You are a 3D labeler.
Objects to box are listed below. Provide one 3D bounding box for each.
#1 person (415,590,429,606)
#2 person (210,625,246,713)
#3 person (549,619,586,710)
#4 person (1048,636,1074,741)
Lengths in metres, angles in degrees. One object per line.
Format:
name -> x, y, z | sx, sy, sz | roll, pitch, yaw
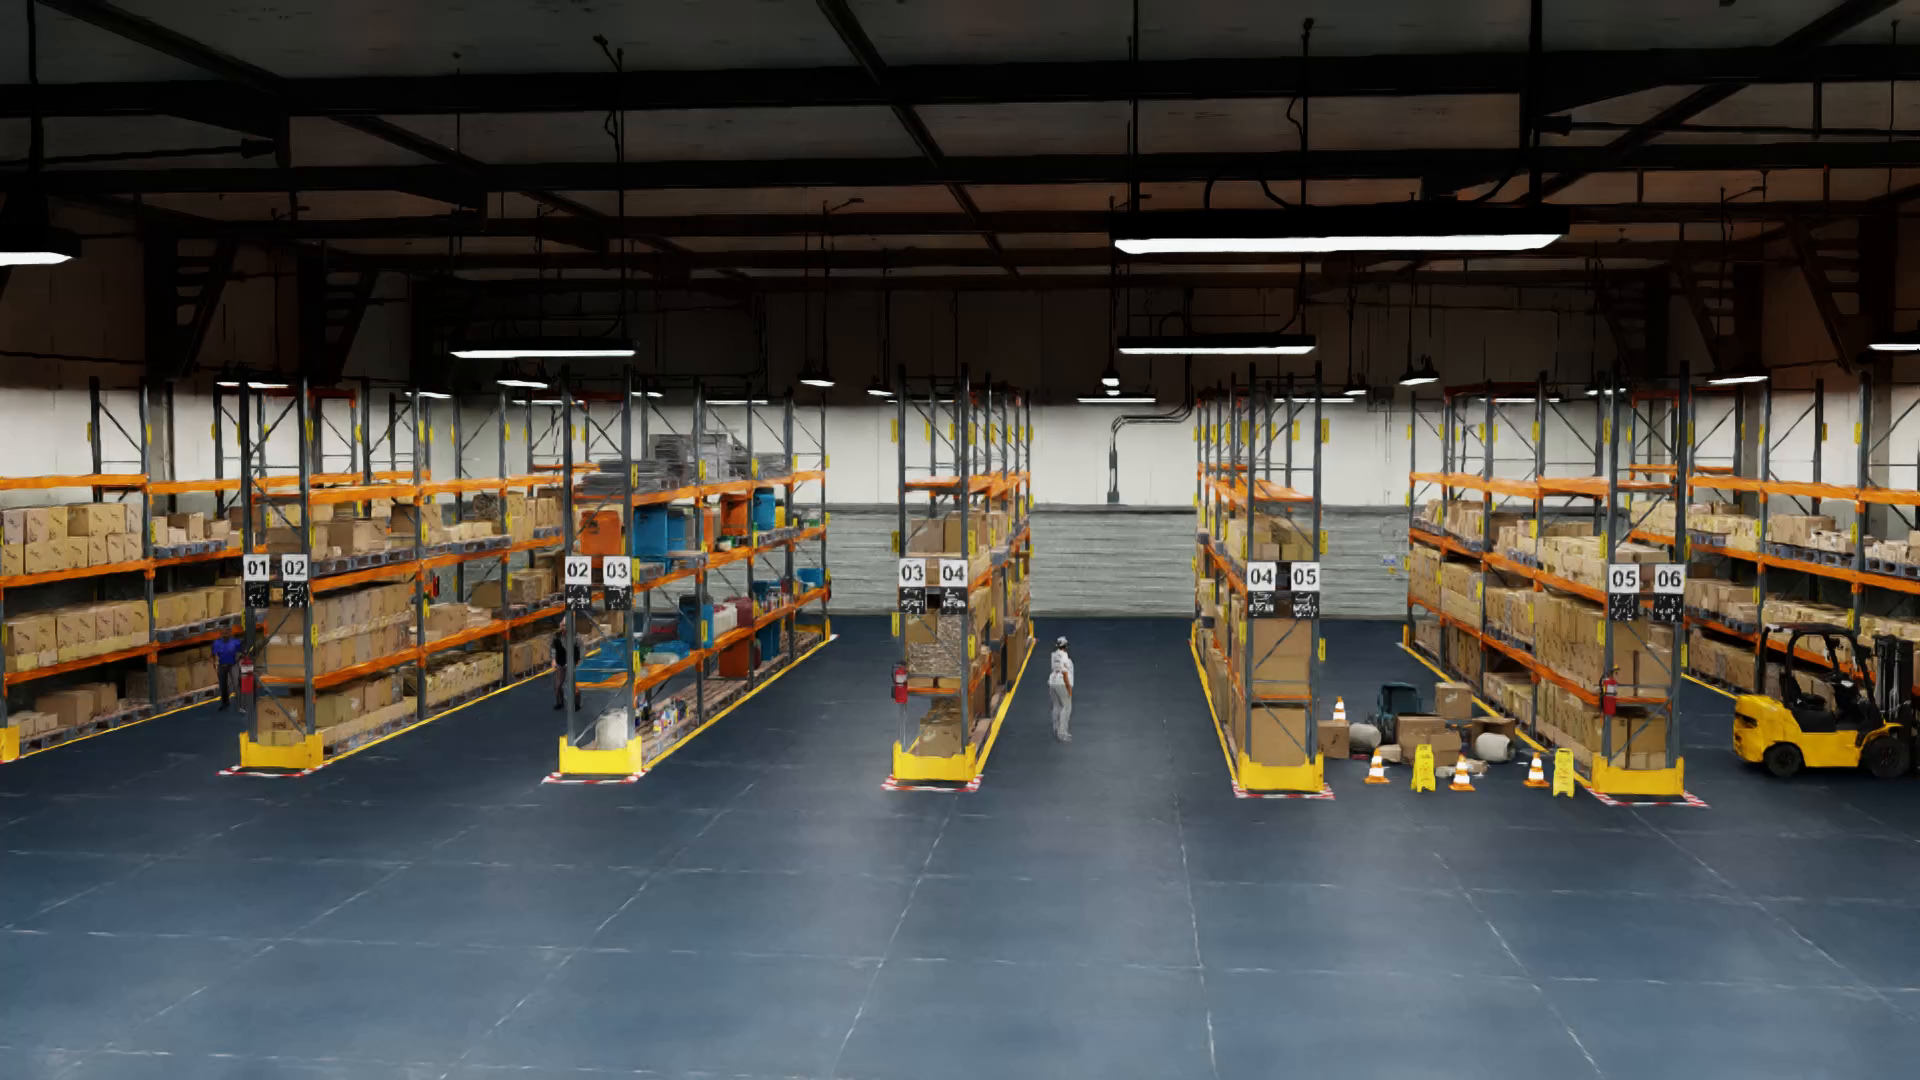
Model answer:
person -> -13.819, 1.373, 42.531 | 0.463, 1.780, 0.701 | 2, 4, 32
person -> -13.069, 2.295, 29.785 | 0.621, 1.574, 0.827 | -1, 4, -12
person -> -7.087, 2.246, 30.047 | 0.677, 1.674, 0.534 | 0, 4, 5
person -> 1.674, 2.448, 27.312 | 0.404, 1.732, 0.559 | -2, 4, -23
